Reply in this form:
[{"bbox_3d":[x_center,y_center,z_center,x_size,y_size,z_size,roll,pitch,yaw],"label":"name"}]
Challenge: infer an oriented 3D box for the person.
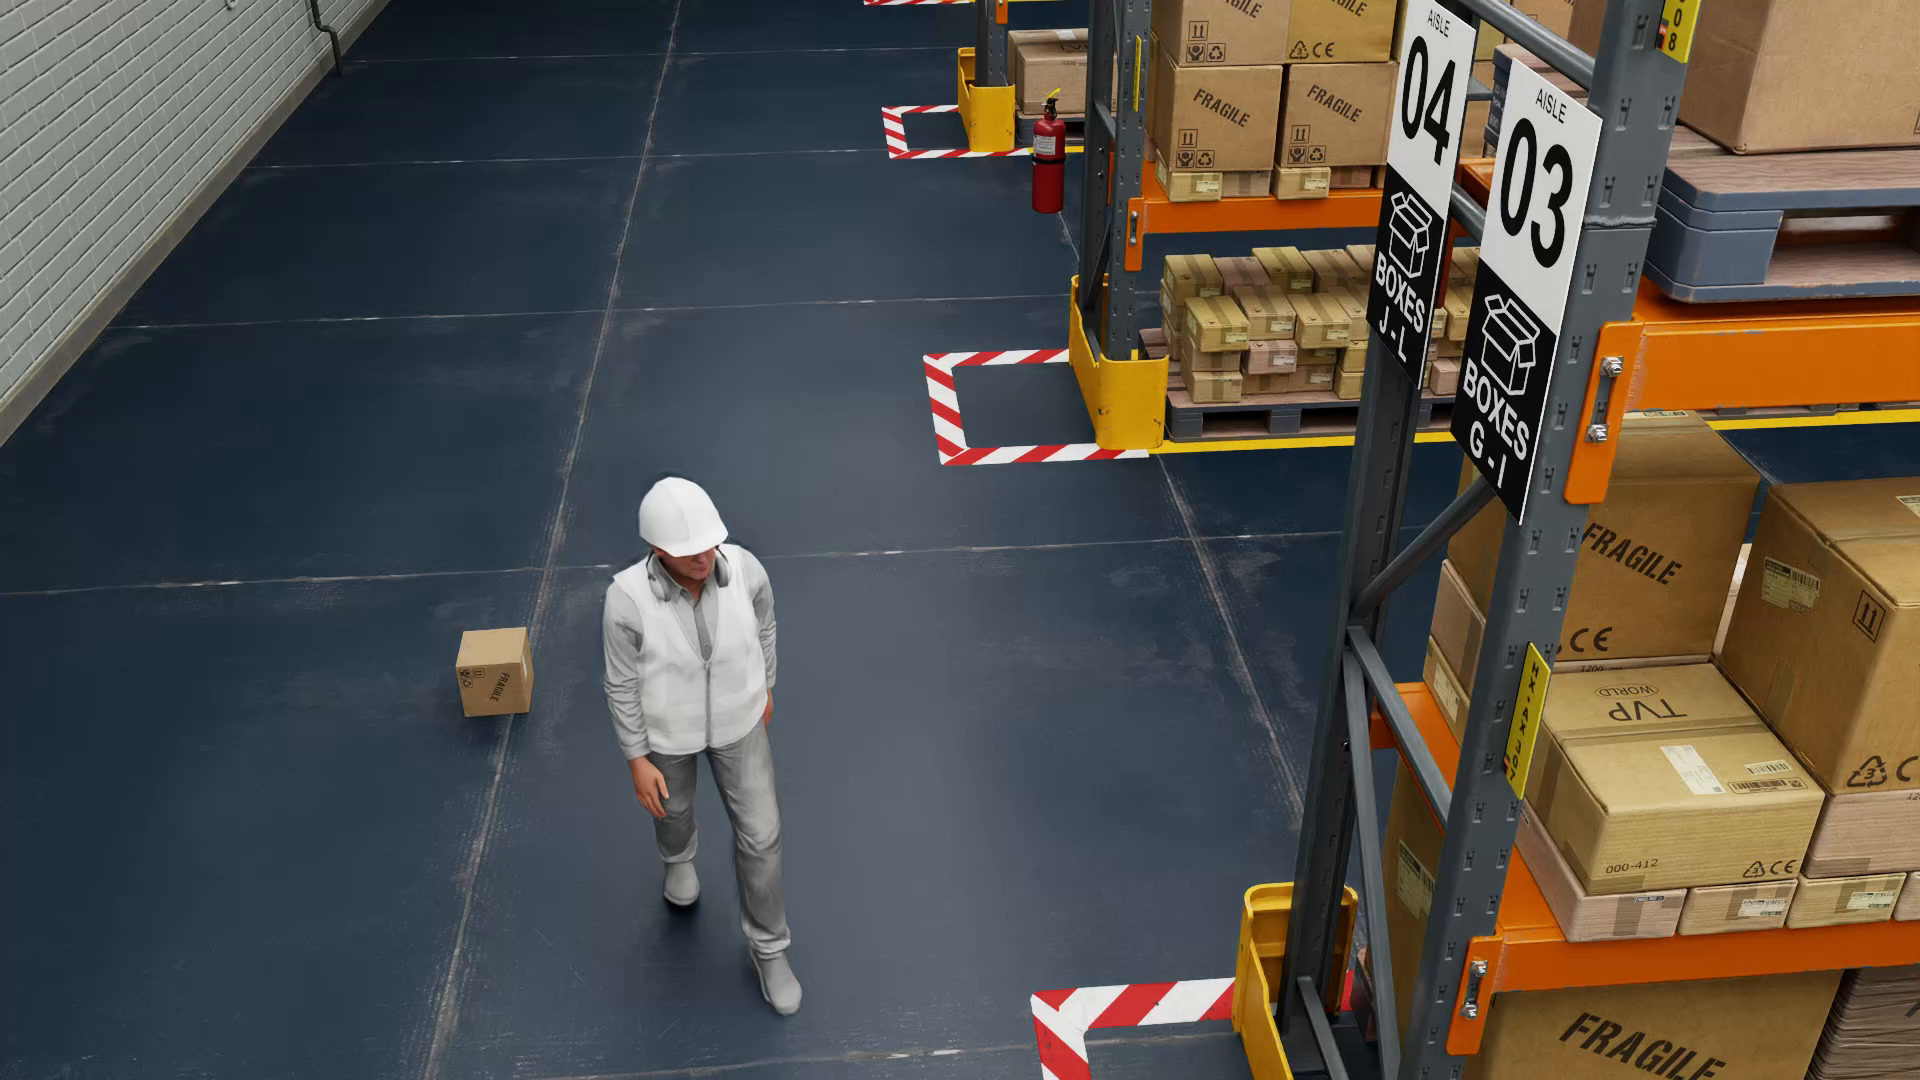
[{"bbox_3d":[-0.804,0.589,5.162,0.561,1.800,0.850,-11,33,-18],"label":"person"}]
